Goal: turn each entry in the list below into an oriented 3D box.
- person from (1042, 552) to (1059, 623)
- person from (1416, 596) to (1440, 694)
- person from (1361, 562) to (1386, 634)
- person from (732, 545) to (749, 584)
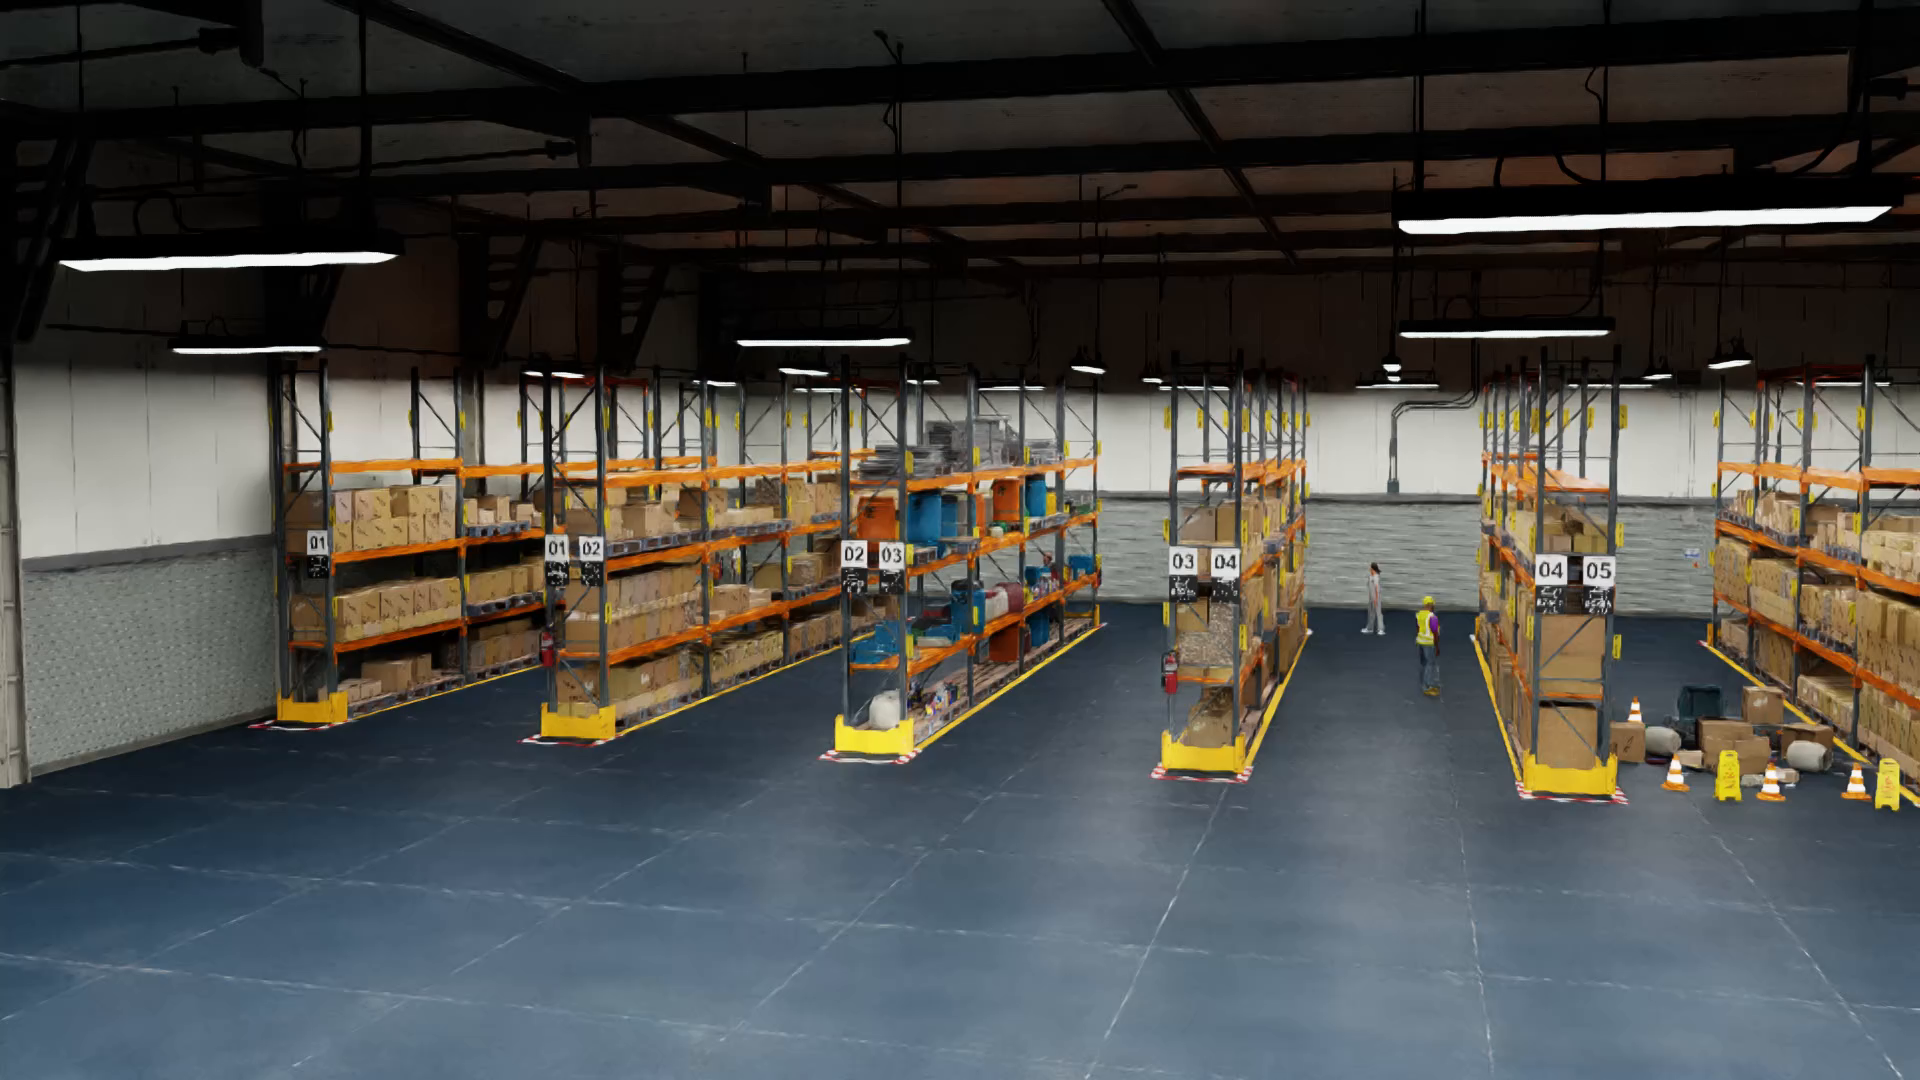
[{"bbox_3d":[2.122,1.136,39.663,0.445,1.696,0.654,-1,4,-10],"label":"person"},{"bbox_3d":[8.614,1.912,30.467,0.443,1.771,0.632,-1,4,-17],"label":"person"},{"bbox_3d":[9.714,1.361,38.953,0.504,1.672,0.574,0,4,3],"label":"person"},{"bbox_3d":[-6.190,0.808,46.899,0.528,1.672,0.664,-2,5,-26],"label":"person"}]
